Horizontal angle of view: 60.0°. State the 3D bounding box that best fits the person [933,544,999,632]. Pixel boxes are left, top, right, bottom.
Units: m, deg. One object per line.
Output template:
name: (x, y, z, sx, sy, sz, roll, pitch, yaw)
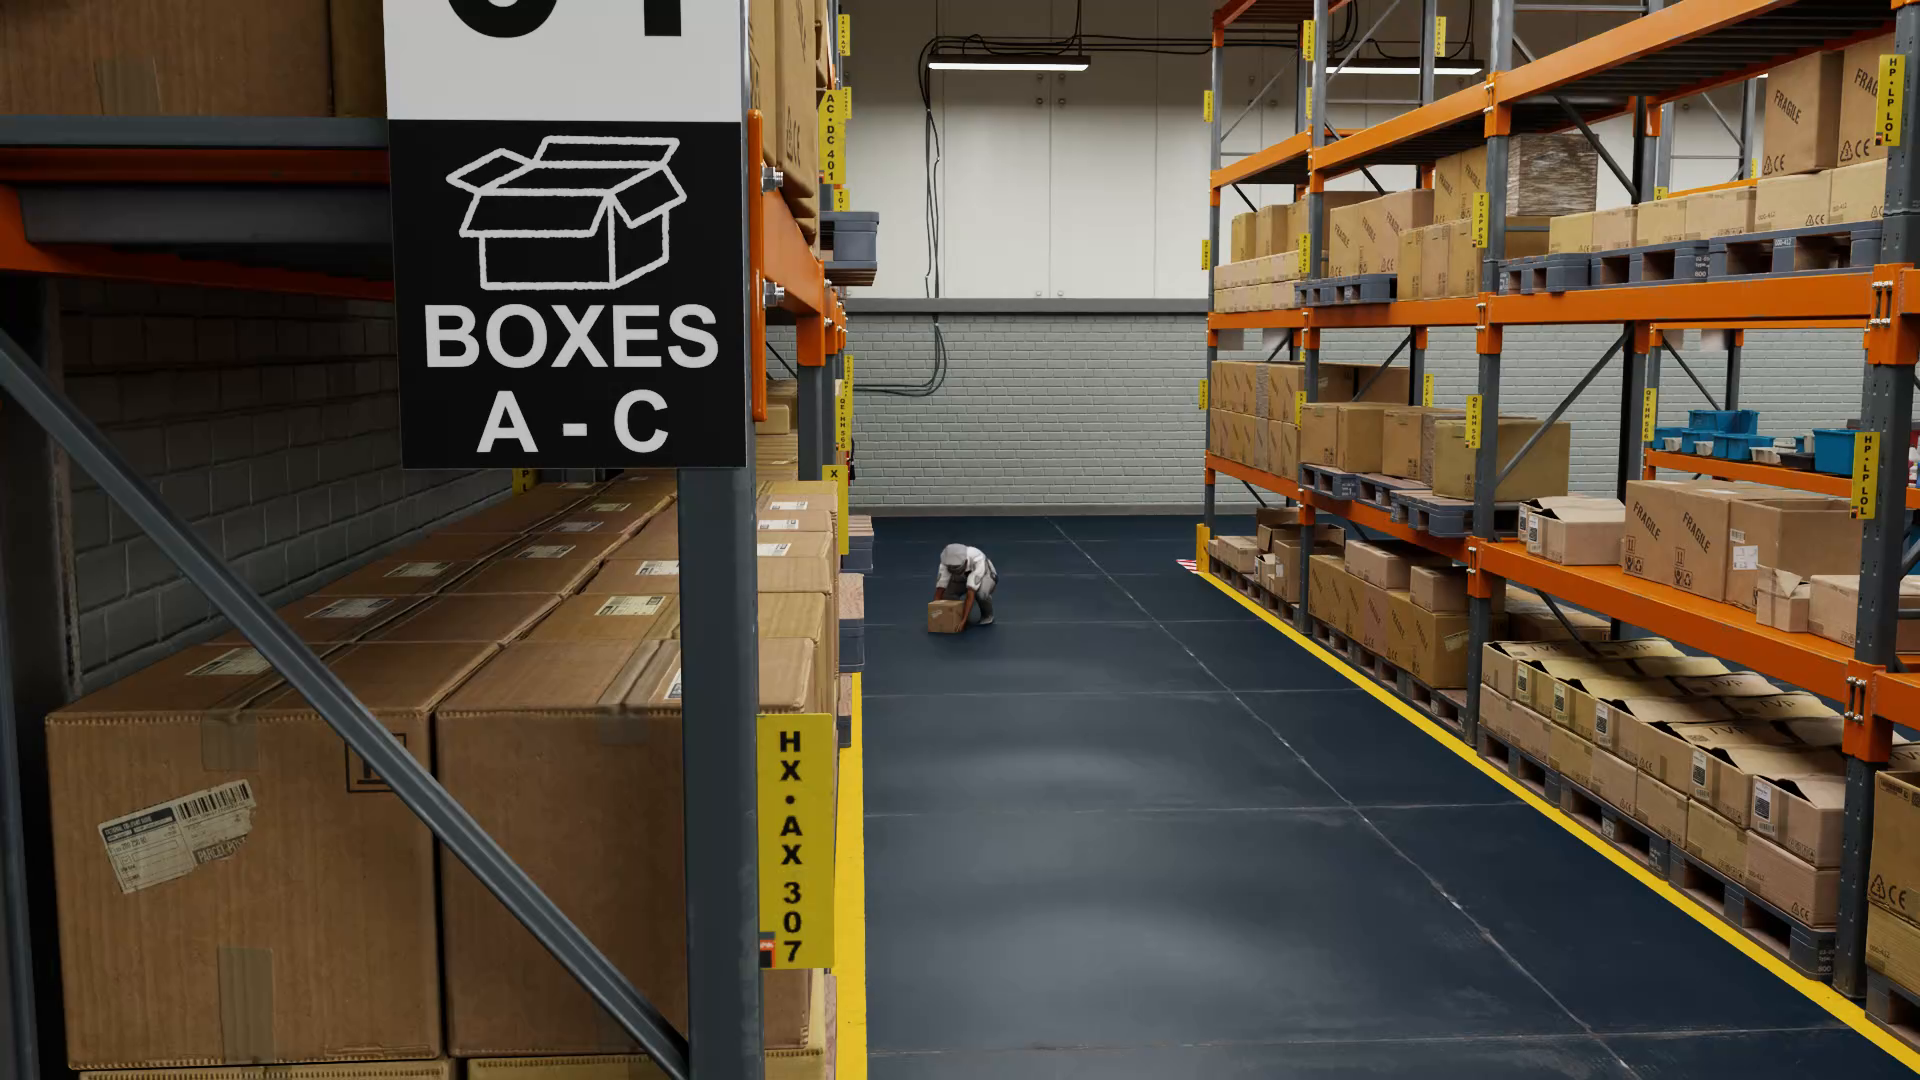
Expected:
person: (0.052, 0.417, 14.817, 0.477, 0.845, 0.899, 3, 7, 21)
